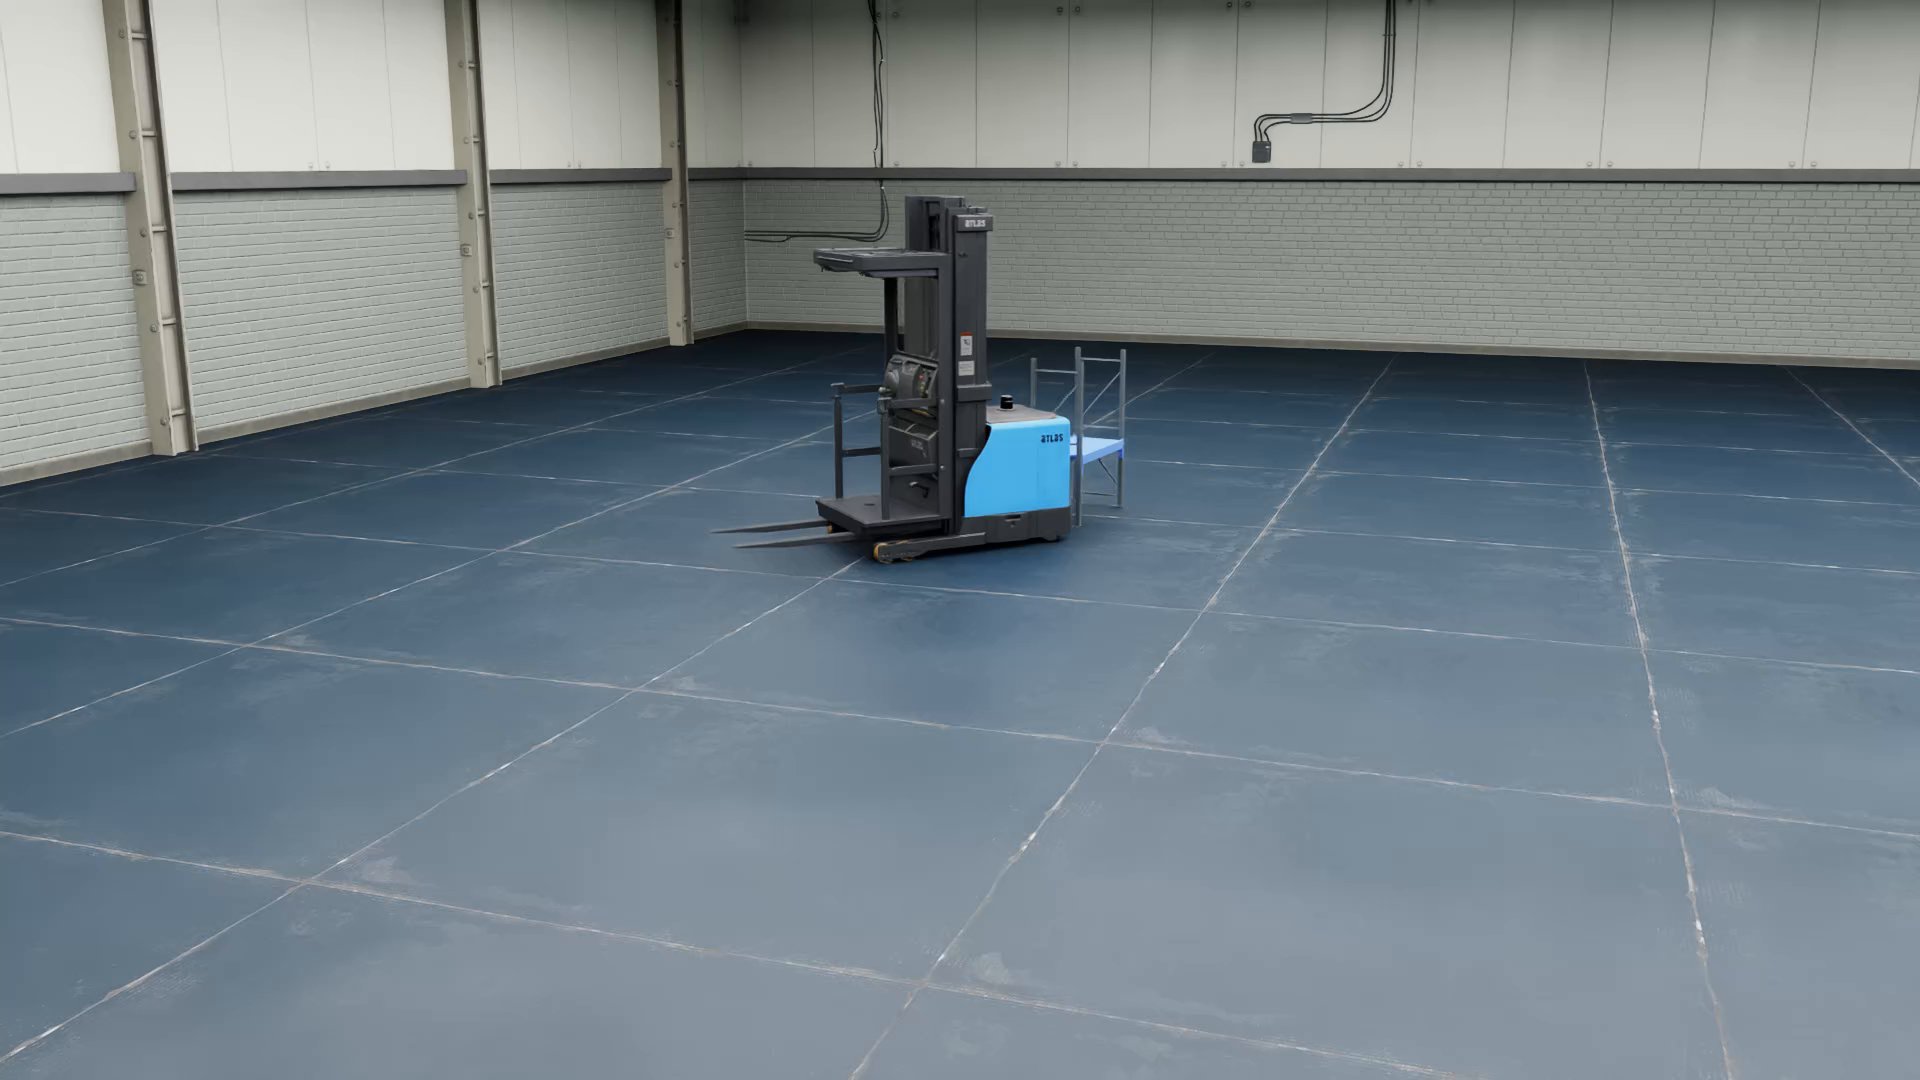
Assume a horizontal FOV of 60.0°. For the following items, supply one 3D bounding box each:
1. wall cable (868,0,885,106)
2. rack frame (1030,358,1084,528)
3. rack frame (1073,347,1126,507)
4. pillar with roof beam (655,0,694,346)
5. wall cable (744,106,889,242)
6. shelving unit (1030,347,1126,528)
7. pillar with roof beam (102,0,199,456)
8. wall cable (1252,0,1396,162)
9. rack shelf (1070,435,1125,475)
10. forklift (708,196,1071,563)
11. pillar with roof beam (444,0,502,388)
[{"bbox_3d":[-0.251,-9.189,30.154,3.097,2.526,0.112,4,14,18],"label":"wall cable"},{"bbox_3d":[0.862,-0.868,14.922,0.500,1.500,0.032,6,14,26],"label":"rack frame"},{"bbox_3d":[1.323,-1.070,15.806,0.500,1.500,0.032,6,14,26],"label":"rack frame"},{"bbox_3d":[-0.942,-7.601,27.565,9.100,9.000,0.400,4,14,18],"label":"pillar with roof beam"},{"bbox_3d":[-2.811,-6.922,31.570,3.097,2.526,0.112,4,14,18],"label":"wall cable"},{"bbox_3d":[1.093,-0.969,15.364,0.538,1.500,1.048,6,14,26],"label":"shelving unit"},{"bbox_3d":[-4.825,-5.074,16.496,9.100,9.000,0.400,4,14,18],"label":"pillar with roof beam"},{"bbox_3d":[6.167,-9.407,27.836,2.305,6.003,0.169,4,14,18],"label":"wall cable"},{"bbox_3d":[1.093,-0.794,15.404,0.538,0.185,1.000,6,14,26],"label":"rack shelf"},{"bbox_3d":[-0.592,-1.372,13.910,3.031,2.935,1.130,-6,14,-26],"label":"forklift"},{"bbox_3d":[-2.883,-6.337,22.031,9.100,9.000,0.400,4,14,18],"label":"pillar with roof beam"}]
